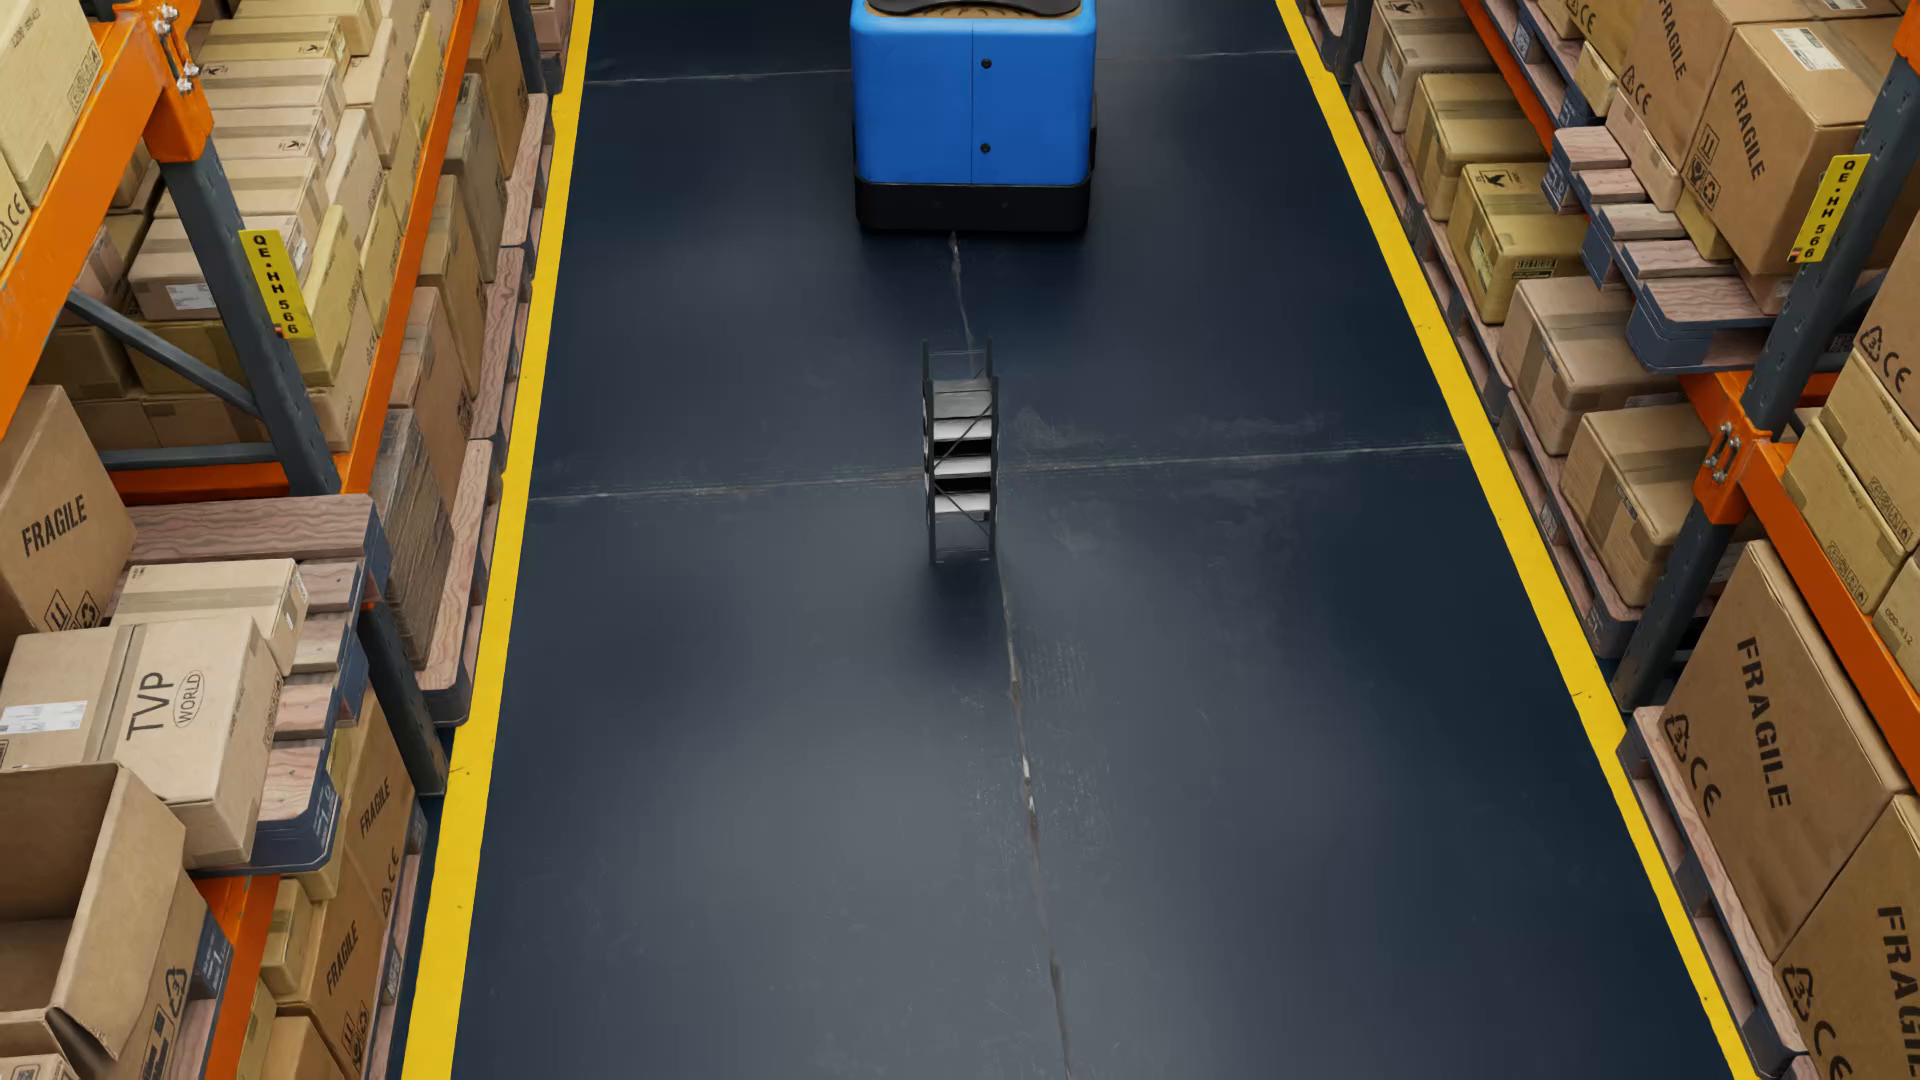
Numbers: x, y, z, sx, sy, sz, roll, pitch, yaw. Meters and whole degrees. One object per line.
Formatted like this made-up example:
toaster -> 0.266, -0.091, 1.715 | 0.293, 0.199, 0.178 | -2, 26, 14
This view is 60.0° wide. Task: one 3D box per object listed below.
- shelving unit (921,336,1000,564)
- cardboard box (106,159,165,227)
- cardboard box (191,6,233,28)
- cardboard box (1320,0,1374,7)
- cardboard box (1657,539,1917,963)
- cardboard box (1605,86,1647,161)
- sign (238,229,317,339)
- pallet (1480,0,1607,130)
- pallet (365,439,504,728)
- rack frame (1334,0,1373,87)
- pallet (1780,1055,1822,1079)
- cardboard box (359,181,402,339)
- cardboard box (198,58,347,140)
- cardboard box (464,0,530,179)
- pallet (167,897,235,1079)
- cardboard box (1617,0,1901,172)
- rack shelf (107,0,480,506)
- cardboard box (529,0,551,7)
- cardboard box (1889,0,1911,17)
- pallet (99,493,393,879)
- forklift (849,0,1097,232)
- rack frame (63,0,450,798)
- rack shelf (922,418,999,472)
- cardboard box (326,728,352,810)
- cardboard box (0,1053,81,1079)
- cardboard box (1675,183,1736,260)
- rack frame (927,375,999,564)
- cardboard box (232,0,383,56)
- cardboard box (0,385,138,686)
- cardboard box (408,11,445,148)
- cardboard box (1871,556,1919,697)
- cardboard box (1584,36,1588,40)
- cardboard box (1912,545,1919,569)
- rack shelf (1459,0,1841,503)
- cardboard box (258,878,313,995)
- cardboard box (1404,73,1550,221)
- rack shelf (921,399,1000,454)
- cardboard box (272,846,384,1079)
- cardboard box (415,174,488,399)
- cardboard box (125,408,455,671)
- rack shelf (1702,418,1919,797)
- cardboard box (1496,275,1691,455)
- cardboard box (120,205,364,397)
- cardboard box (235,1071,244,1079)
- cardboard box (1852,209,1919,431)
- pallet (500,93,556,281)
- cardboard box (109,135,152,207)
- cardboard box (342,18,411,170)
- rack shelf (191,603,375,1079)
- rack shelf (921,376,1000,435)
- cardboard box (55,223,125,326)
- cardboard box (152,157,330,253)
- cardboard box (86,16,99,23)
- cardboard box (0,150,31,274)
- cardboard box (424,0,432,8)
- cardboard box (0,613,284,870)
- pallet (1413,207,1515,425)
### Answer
shelving unit -> 0.001, -0.304, 5.918 | 0.258, 0.900, 0.210 | -3, 47, -3
cardboard box -> -2.552, -1.004, 4.894 | 0.500, 0.250, 0.500 | -3, 47, -3
cardboard box -> -2.625, -1.731, 5.582 | 0.500, 0.250, 0.500 | -4, 47, -4
cardboard box -> 2.101, -3.014, 8.643 | 0.500, 0.250, 0.500 | -2, 47, -1
cardboard box -> 2.729, 0.581, 4.808 | 0.875, 0.875, 0.875 | -4, 47, -4
cardboard box -> 2.318, -1.342, 5.339 | 0.380, 0.149, 0.250 | -5, 47, -5
sign -> -1.652, -0.616, 4.025 | 0.100, 0.325, 0.005 | -3, 47, -3
pallet -> 2.547, -1.874, 6.091 | 1.003, 0.211, 1.213 | -3, 47, -3
pallet -> -2.222, 0.155, 5.957 | 1.003, 0.211, 1.213 | -3, 47, -3
rack frame -> 2.419, -3.404, 7.408 | 1.000, 3.000, 0.127 | -3, 47, -3
pallet -> 2.843, 1.905, 4.301 | 1.003, 0.211, 1.213 | -3, 47, -3
cardboard box -> -2.023, -0.854, 5.096 | 0.500, 0.250, 0.500 | -4, 47, -4
cardboard box -> -2.031, -1.277, 4.878 | 0.380, 0.149, 0.250 | -3, 47, -3
cardboard box -> -2.472, -2.050, 7.472 | 0.875, 0.625, 0.625 | -2, 47, -2
pallet -> -2.025, 1.267, 3.116 | 1.003, 0.211, 1.213 | -3, 47, -3
cardboard box -> 2.384, -1.476, 5.019 | 0.500, 0.500, 0.500 | -4, 47, -4
rack shelf -> -2.360, -1.405, 6.010 | 1.077, 0.370, 4.000 | -3, 47, -3
cardboard box -> -2.260, -2.839, 8.133 | 0.500, 0.250, 0.500 | -4, 47, -3
cardboard box -> 2.896, -1.507, 5.048 | 0.500, 0.500, 0.500 | -1, 47, -1
pallet -> -2.066, 0.347, 3.988 | 1.213, 0.211, 1.003 | -3, 47, -3
forklift -> 0.093, -3.447, 7.496 | 1.130, 2.935, 3.031 | 1, 47, 1
rack frame -> -2.192, -0.205, 4.379 | 1.000, 3.000, 0.127 | -3, 47, -3
rack shelf -> 0.001, -0.343, 5.877 | 0.258, 0.077, 0.200 | -3, 47, -3
cardboard box -> -1.899, 0.629, 4.574 | 0.380, 0.149, 0.250 | -6, 47, -5
cardboard box -> -1.784, 1.204, 2.686 | 0.700, 0.500, 0.500 | -4, 47, -3
cardboard box -> 2.397, -0.980, 4.996 | 0.380, 0.149, 0.250 | -3, 47, -3
rack frame -> 0.009, -0.230, 5.848 | 0.240, 0.900, 0.006 | -3, 47, -3
cardboard box -> -2.044, -1.645, 5.226 | 0.380, 0.149, 0.250 | -3, 47, -2
cardboard box -> -2.305, -0.002, 3.828 | 0.500, 0.500, 0.500 | -2, 47, -1
cardboard box -> -2.115, -1.602, 5.804 | 0.500, 0.250, 0.500 | -2, 47, -2
cardboard box -> 2.604, 0.282, 4.021 | 0.500, 0.250, 0.500 | -5, 47, -4
cardboard box -> 2.386, -1.730, 5.706 | 0.380, 0.149, 0.250 | -3, 47, -3
cardboard box -> 2.592, 0.126, 3.824 | 0.500, 0.250, 0.500 | -2, 47, -2
rack shelf -> 2.586, -1.709, 6.298 | 1.077, 0.370, 4.000 | -3, 47, -3
cardboard box -> -1.867, 1.017, 4.206 | 0.380, 0.149, 0.250 | -5, 47, -5
cardboard box -> 2.529, -1.745, 7.358 | 0.950, 0.372, 0.625 | -1, 47, -1
rack shelf -> 0.001, -0.404, 5.811 | 0.258, 0.077, 0.200 | -3, 47, -3
cardboard box -> -1.911, 1.165, 4.513 | 0.500, 0.500, 0.500 | -4, 47, -4
cardboard box -> -2.350, -0.945, 6.425 | 0.875, 0.625, 0.625 | -5, 47, -5
cardboard box -> -2.231, 0.015, 5.516 | 0.875, 0.625, 0.625 | -2, 47, -2
rack shelf -> 2.921, 1.185, 3.558 | 1.077, 0.370, 4.000 | -3, 47, -3
cardboard box -> 2.646, -0.693, 6.361 | 0.950, 0.372, 0.625 | -4, 47, -4
cardboard box -> -1.961, -0.663, 4.571 | 0.500, 0.250, 0.500 | -4, 47, -3
cardboard box -> -1.869, 1.392, 3.852 | 0.380, 0.149, 0.250 | -4, 47, -4
cardboard box -> 2.551, -0.516, 3.915 | 0.500, 0.500, 0.500 | -5, 47, -5
pallet -> -2.427, -1.610, 7.629 | 1.003, 0.211, 1.213 | -3, 47, -3
cardboard box -> -2.516, -1.059, 4.672 | 0.380, 0.149, 0.250 | -4, 47, -3
cardboard box -> -2.053, -1.404, 5.272 | 0.500, 0.250, 0.500 | -5, 47, -4
rack shelf -> -2.025, 1.489, 3.269 | 1.077, 0.370, 4.000 | -3, 47, -3
rack shelf -> 0.001, -0.466, 5.746 | 0.258, 0.077, 0.200 | -3, 47, -3
cardboard box -> -2.421, -0.686, 4.318 | 0.380, 0.149, 0.250 | -2, 47, -2
cardboard box -> -1.949, -0.904, 4.525 | 0.380, 0.149, 0.250 | -3, 47, -2
cardboard box -> -2.654, -1.602, 5.186 | 0.380, 0.149, 0.250 | -4, 47, -4
cardboard box -> -1.865, -0.465, 2.662 | 0.500, 0.250, 0.500 | -3, 47, -3
cardboard box -> -2.144, -2.138, 5.968 | 0.500, 0.250, 0.500 | -3, 47, -3
cardboard box -> -1.782, 0.445, 3.576 | 0.500, 0.250, 0.500 | -5, 47, -5
pallet -> 2.591, -0.997, 7.049 | 1.003, 0.211, 1.213 | -3, 47, -3
